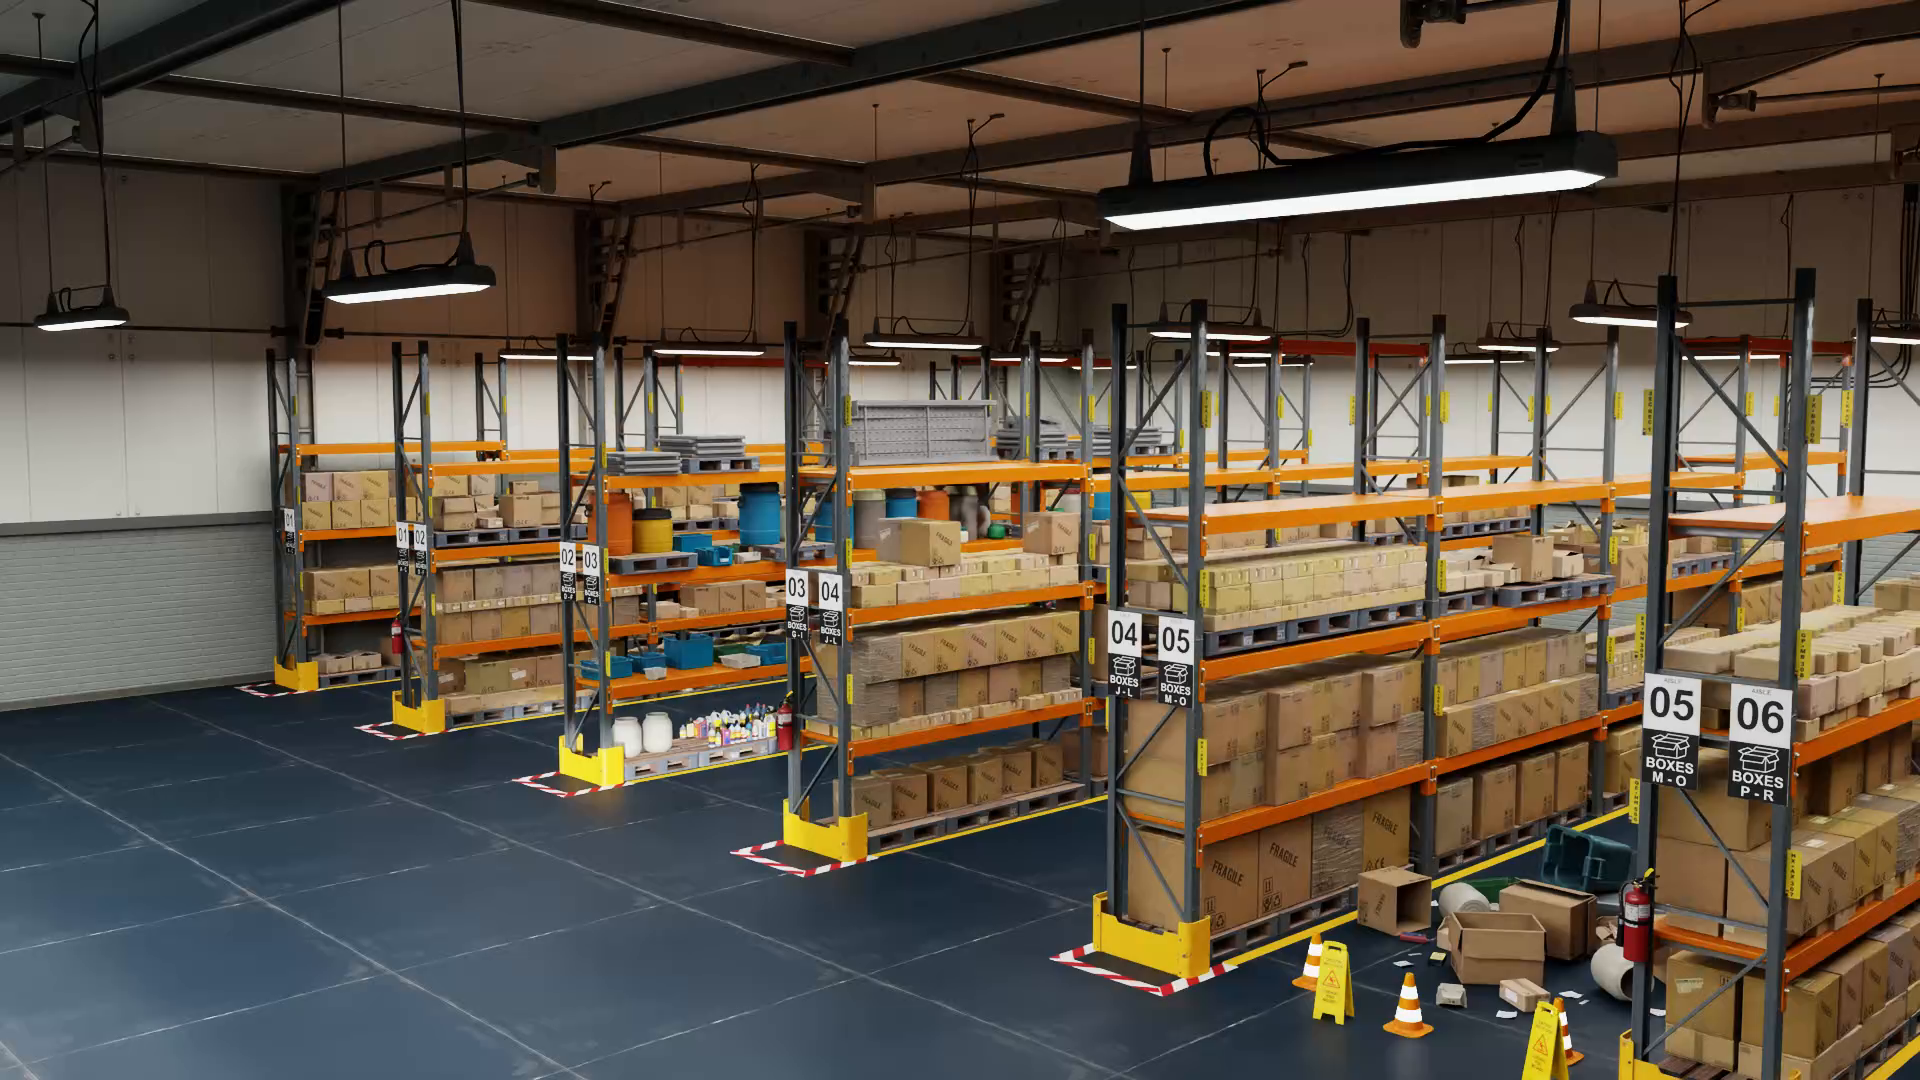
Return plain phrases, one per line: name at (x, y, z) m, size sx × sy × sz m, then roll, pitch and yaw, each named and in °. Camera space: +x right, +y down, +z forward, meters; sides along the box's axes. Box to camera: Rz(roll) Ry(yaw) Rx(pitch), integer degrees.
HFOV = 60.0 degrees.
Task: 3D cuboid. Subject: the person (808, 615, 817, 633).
person at (-2.951, 1.421, 33.811) m, size 0.898 × 1.699 × 0.569 m, roll -4°, pitch 6°, yaw -38°
